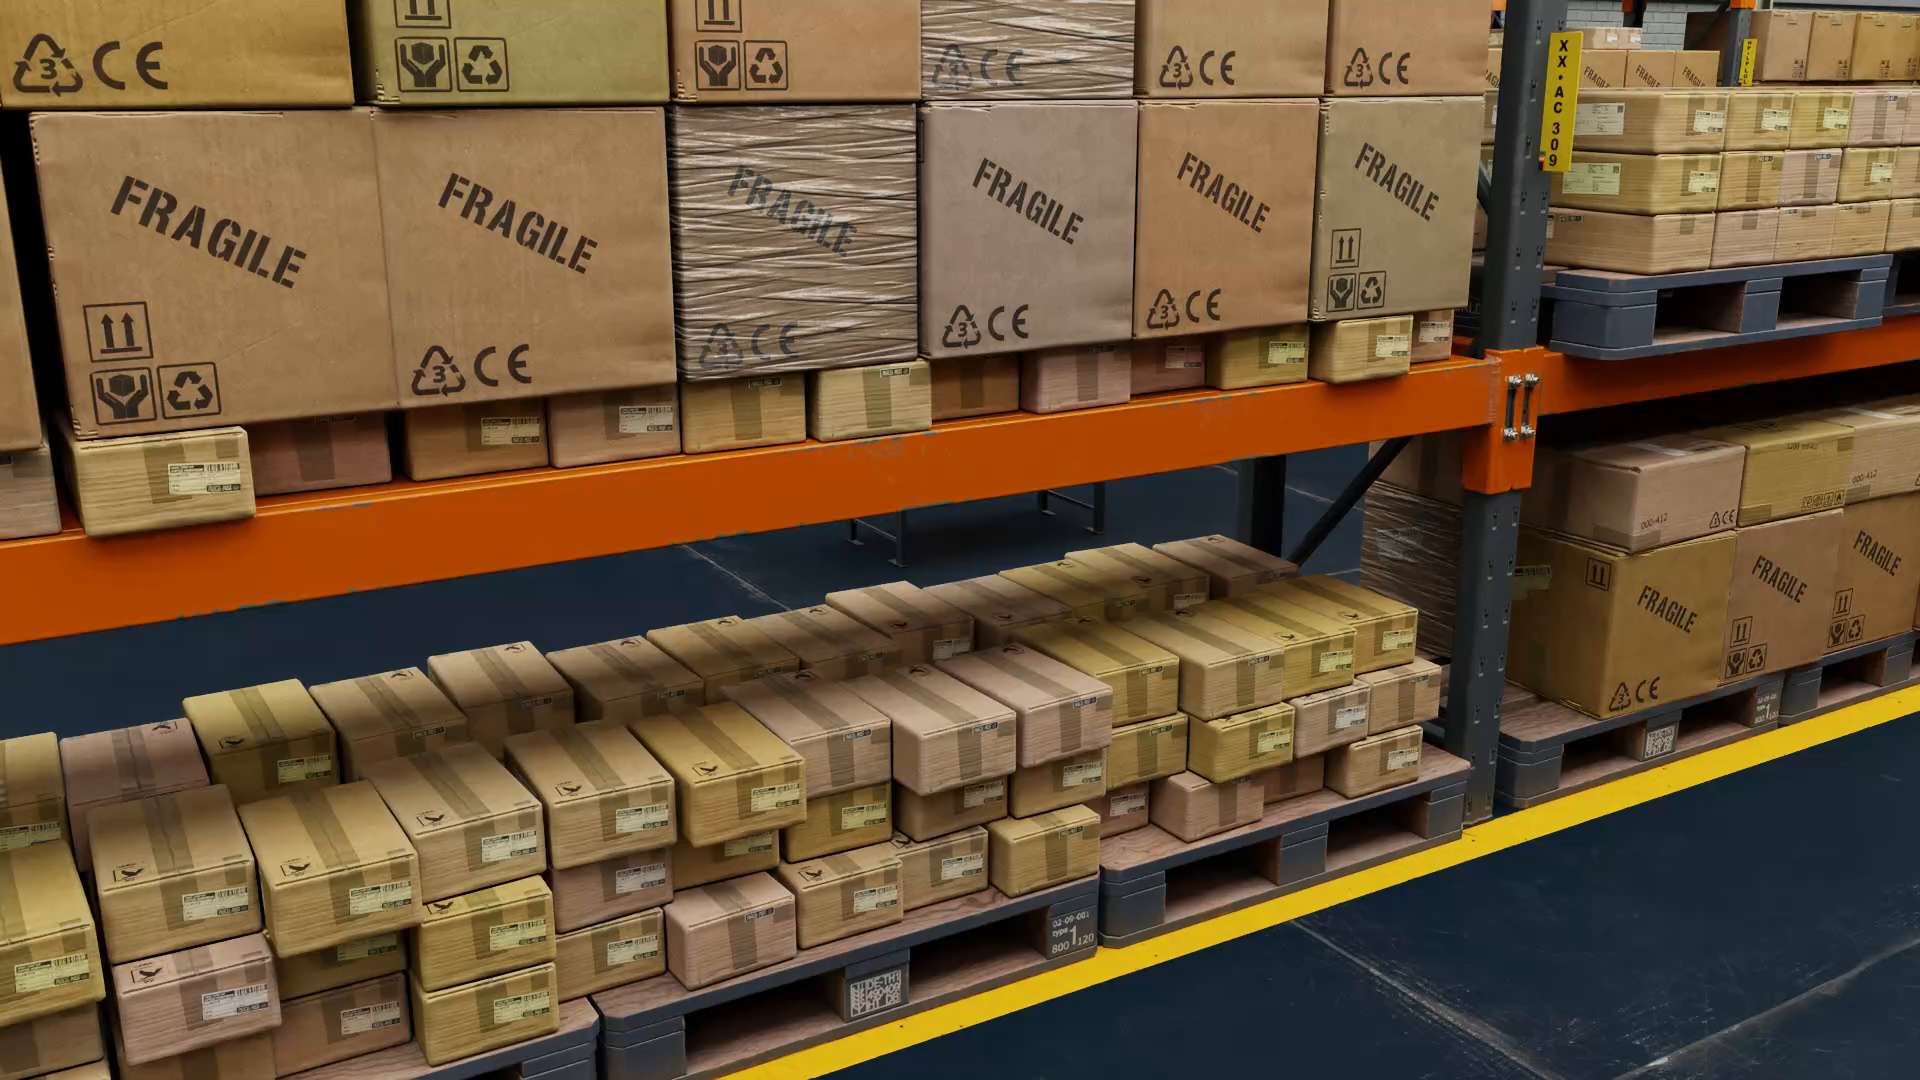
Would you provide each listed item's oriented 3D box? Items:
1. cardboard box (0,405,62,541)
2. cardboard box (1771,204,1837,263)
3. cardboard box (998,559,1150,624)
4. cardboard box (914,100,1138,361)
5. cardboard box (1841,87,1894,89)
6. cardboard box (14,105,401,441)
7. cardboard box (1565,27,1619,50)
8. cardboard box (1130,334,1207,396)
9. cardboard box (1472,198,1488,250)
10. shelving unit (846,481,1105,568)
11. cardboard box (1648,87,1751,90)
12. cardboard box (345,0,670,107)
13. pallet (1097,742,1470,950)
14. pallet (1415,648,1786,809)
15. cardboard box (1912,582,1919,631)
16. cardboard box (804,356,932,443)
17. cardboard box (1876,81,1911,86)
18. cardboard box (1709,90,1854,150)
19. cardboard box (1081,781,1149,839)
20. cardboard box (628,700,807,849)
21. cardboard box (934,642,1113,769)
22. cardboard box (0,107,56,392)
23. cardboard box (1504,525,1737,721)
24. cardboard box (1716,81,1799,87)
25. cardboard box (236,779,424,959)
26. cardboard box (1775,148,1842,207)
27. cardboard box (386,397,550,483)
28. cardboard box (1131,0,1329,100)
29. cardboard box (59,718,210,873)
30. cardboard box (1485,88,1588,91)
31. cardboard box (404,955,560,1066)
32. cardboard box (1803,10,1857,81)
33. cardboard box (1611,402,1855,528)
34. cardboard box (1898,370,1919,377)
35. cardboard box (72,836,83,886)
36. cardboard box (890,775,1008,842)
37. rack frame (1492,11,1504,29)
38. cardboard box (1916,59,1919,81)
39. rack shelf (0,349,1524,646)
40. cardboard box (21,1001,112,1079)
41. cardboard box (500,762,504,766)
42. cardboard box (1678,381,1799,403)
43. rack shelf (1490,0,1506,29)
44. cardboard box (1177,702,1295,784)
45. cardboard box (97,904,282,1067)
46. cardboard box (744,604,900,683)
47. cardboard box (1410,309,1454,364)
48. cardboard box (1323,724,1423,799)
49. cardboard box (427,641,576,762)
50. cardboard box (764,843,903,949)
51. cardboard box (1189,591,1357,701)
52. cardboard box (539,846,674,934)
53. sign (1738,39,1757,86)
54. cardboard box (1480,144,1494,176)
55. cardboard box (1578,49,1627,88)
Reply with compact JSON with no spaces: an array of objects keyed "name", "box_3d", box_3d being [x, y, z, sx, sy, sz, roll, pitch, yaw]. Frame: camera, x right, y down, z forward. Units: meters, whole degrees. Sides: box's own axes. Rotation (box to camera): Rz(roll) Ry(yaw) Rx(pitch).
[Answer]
[{"name":"cardboard box","box_3d":[-1.615,-0.108,2.702,0.250,0.149,0.380,-8,18,-28]},{"name":"cardboard box","box_3d":[2.195,-0.874,4.657,0.250,0.149,0.380,-9,18,-29]},{"name":"cardboard box","box_3d":[0.310,0.185,4.596,0.250,0.149,0.380,-9,18,-30]},{"name":"cardboard box","box_3d":[0.028,-0.689,3.573,0.500,0.500,0.500,-9,18,-30]},{"name":"cardboard box","box_3d":[2.977,-1.492,5.760,0.250,0.149,0.380,-9,18,-28]},{"name":"cardboard box","box_3d":[-1.286,-0.485,2.845,0.500,0.500,0.500,-9,18,-30]},{"name":"cardboard box","box_3d":[4.305,-3.461,11.483,0.250,0.149,0.380,-10,19,-32]},{"name":"cardboard box","box_3d":[0.365,-0.451,3.928,0.250,0.149,0.380,-10,18,-31]},{"name":"cardboard box","box_3d":[1.408,-0.953,4.939,0.250,0.149,0.380,-10,18,-31]},{"name":"shelving unit","box_3d":[0.073,-0.734,7.250,1.048,1.500,0.538,-9,18,-30]},{"name":"cardboard box","box_3d":[2.303,-1.382,5.368,0.250,0.149,0.380,-10,18,-32]},{"name":"cardboard box","box_3d":[-0.851,-1.027,2.928,0.500,0.500,0.500,-10,18,-31]},{"name":"pallet","box_3d":[0.612,0.674,4.616,1.213,0.211,1.003,-9,18,-30]},{"name":"pallet","box_3d":[1.836,0.464,5.365,1.213,0.211,1.003,-9,18,-30]},{"name":"cardboard box","box_3d":[3.277,-0.025,5.794,0.500,0.500,0.500,-10,19,-32]},{"name":"cardboard box","box_3d":[-0.258,-0.322,3.466,0.250,0.149,0.380,-9,18,-29]},{"name":"cardboard box","box_3d":[7.190,-3.419,13.312,0.500,0.500,0.500,-9,18,-29]},{"name":"cardboard box","box_3d":[2.201,-1.162,4.582,0.250,0.149,0.380,-9,18,-29]},{"name":"cardboard box","box_3d":[0.262,0.610,4.179,0.250,0.149,0.380,-10,18,-31]},{"name":"cardboard box","box_3d":[-0.517,0.488,3.514,0.250,0.149,0.380,-9,18,-29]},{"name":"cardboard box","box_3d":[0.143,0.381,3.894,0.250,0.149,0.380,-10,19,-32]},{"name":"cardboard box","box_3d":[-1.562,-0.598,3.251,0.500,0.500,0.500,-10,18,-31]},{"name":"cardboard box","box_3d":[1.940,0.189,5.030,0.500,0.500,0.500,-8,18,-28]},{"name":"cardboard box","box_3d":[5.912,-3.202,12.539,0.500,0.500,0.500,-9,18,-30]},{"name":"cardboard box","box_3d":[-1.178,0.604,3.100,0.250,0.149,0.380,-9,18,-30]},{"name":"cardboard box","box_3d":[2.187,-1.016,4.613,0.250,0.149,0.380,-9,18,-28]},{"name":"cardboard box","box_3d":[-0.961,-0.233,3.147,0.250,0.149,0.380,-9,18,-30]},{"name":"cardboard box","box_3d":[0.466,-1.242,3.696,0.500,0.500,0.500,-10,18,-31]},{"name":"cardboard box","box_3d":[-1.691,0.516,3.415,0.250,0.149,0.380,-9,18,-29]},{"name":"cardboard box","box_3d":[1.643,-1.277,4.992,0.250,0.149,0.380,-10,18,-31]},{"name":"cardboard box","box_3d":[-0.978,0.856,3.304,0.250,0.149,0.380,-9,18,-29]},{"name":"cardboard box","box_3d":[6.329,-3.764,12.690,0.500,0.500,0.700,-9,18,-29]},{"name":"cardboard box","box_3d":[2.395,-0.246,5.195,0.500,0.250,0.500,-9,18,-28]},{"name":"cardboard box","box_3d":[3.720,-0.458,5.950,0.500,0.250,0.500,-9,18,-29]},{"name":"cardboard box","box_3d":[-1.953,0.673,3.403,0.250,0.149,0.380,-10,18,-31]},{"name":"cardboard box","box_3d":[-0.096,0.541,3.877,0.250,0.149,0.380,-10,19,-32]},{"name":"rack frame","box_3d":[6.261,-4.718,18.683,0.127,3.000,1.000,-9,18,-30]},{"name":"cardboard box","box_3d":[7.673,-3.958,13.383,0.500,0.500,0.700,-9,18,-30]},{"name":"rack shelf","box_3d":[-0.545,-0.146,3.707,4.000,0.370,1.077,-9,18,-30]},{"name":"cardboard box","box_3d":[-1.645,0.957,2.942,0.250,0.149,0.380,-9,18,-29]},{"name":"cardboard box","box_3d":[-1.072,0.526,3.930,0.250,0.149,0.380,-9,18,-29]},{"name":"cardboard box","box_3d":[2.571,-0.437,5.877,0.500,0.250,0.500,-10,19,-32]},{"name":"rack shelf","box_3d":[4.546,-5.538,17.383,4.000,0.370,1.077,-9,18,-30]},{"name":"cardboard box","box_3d":[0.617,0.456,4.179,0.250,0.149,0.380,-10,18,-32]},{"name":"cardboard box","box_3d":[-1.414,0.774,3.043,0.250,0.149,0.380,-9,18,-30]},{"name":"cardboard box","box_3d":[-0.353,0.300,4.185,0.250,0.149,0.380,-10,19,-32]},{"name":"cardboard box","box_3d":[1.046,-0.556,4.300,0.250,0.149,0.380,-9,18,-30]},{"name":"cardboard box","box_3d":[1.009,0.533,4.454,0.250,0.149,0.380,-9,18,-29]},{"name":"cardboard box","box_3d":[-1.078,0.379,3.903,0.250,0.149,0.380,-8,18,-28]},{"name":"cardboard box","box_3d":[-0.326,0.739,3.720,0.250,0.149,0.380,-9,18,-30]},{"name":"cardboard box","box_3d":[0.800,0.268,4.299,0.250,0.149,0.380,-9,18,-29]},{"name":"cardboard box","box_3d":[-0.795,0.650,3.485,0.250,0.149,0.380,-10,19,-32]},{"name":"sign","box_3d":[5.680,-3.443,11.991,0.005,0.325,0.100,-9,18,-30]},{"name":"cardboard box","box_3d":[1.409,-1.096,4.899,0.250,0.149,0.380,-9,18,-28]},{"name":"cardboard box","box_3d":[4.244,-3.151,11.577,0.500,0.500,0.500,-9,18,-28]}]
